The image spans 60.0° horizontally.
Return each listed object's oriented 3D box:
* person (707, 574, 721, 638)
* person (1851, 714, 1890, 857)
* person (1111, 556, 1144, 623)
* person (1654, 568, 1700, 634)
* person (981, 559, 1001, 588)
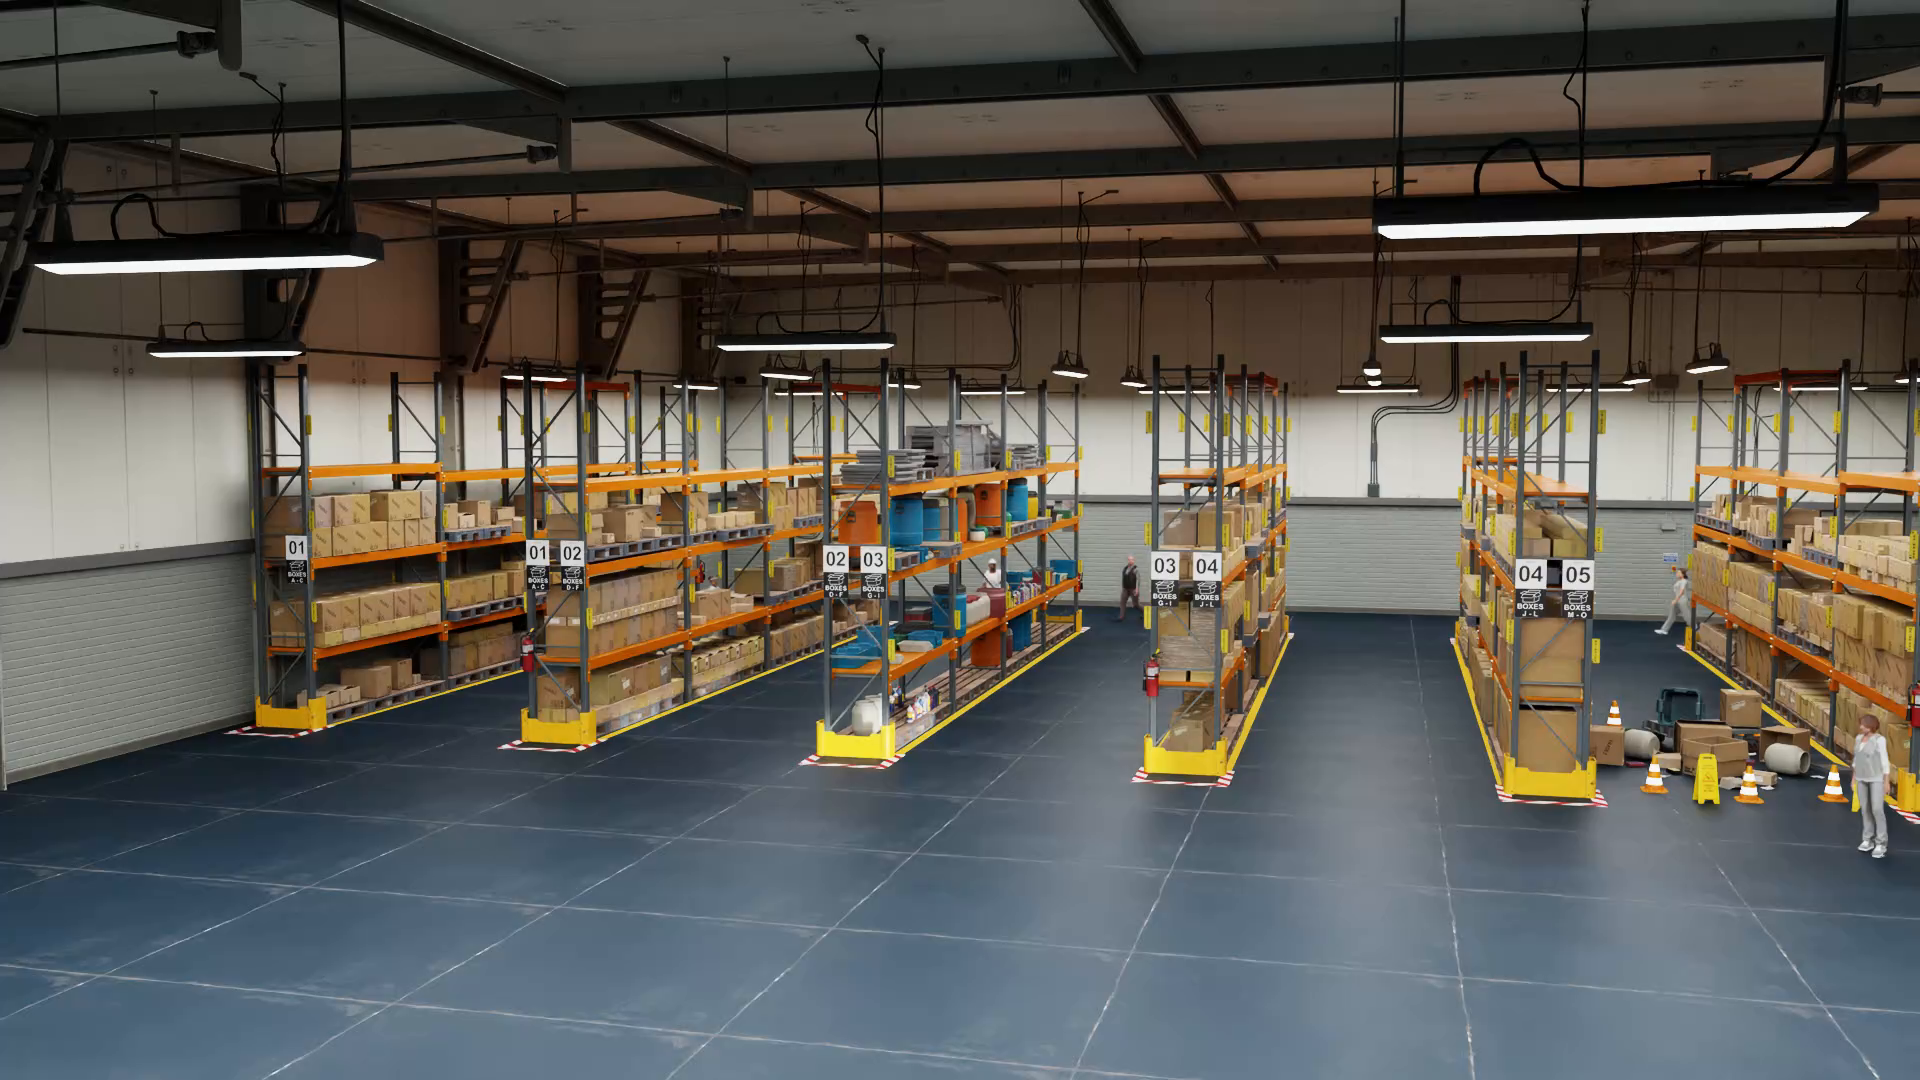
[{"bbox_3d":[-5.390,1.604,37.069,0.555,1.685,0.505,1,4,21],"label":"person"},{"bbox_3d":[10.691,2.859,19.510,0.375,1.615,0.531,-1,4,-19],"label":"person"},{"bbox_3d":[4.329,1.252,42.221,0.979,1.695,0.599,-3,5,-35],"label":"person"},{"bbox_3d":[16.947,1.459,39.252,1.046,1.602,0.509,3,5,35],"label":"person"},{"bbox_3d":[0.808,1.313,40.942,0.708,1.732,0.757,2,5,30],"label":"person"}]
